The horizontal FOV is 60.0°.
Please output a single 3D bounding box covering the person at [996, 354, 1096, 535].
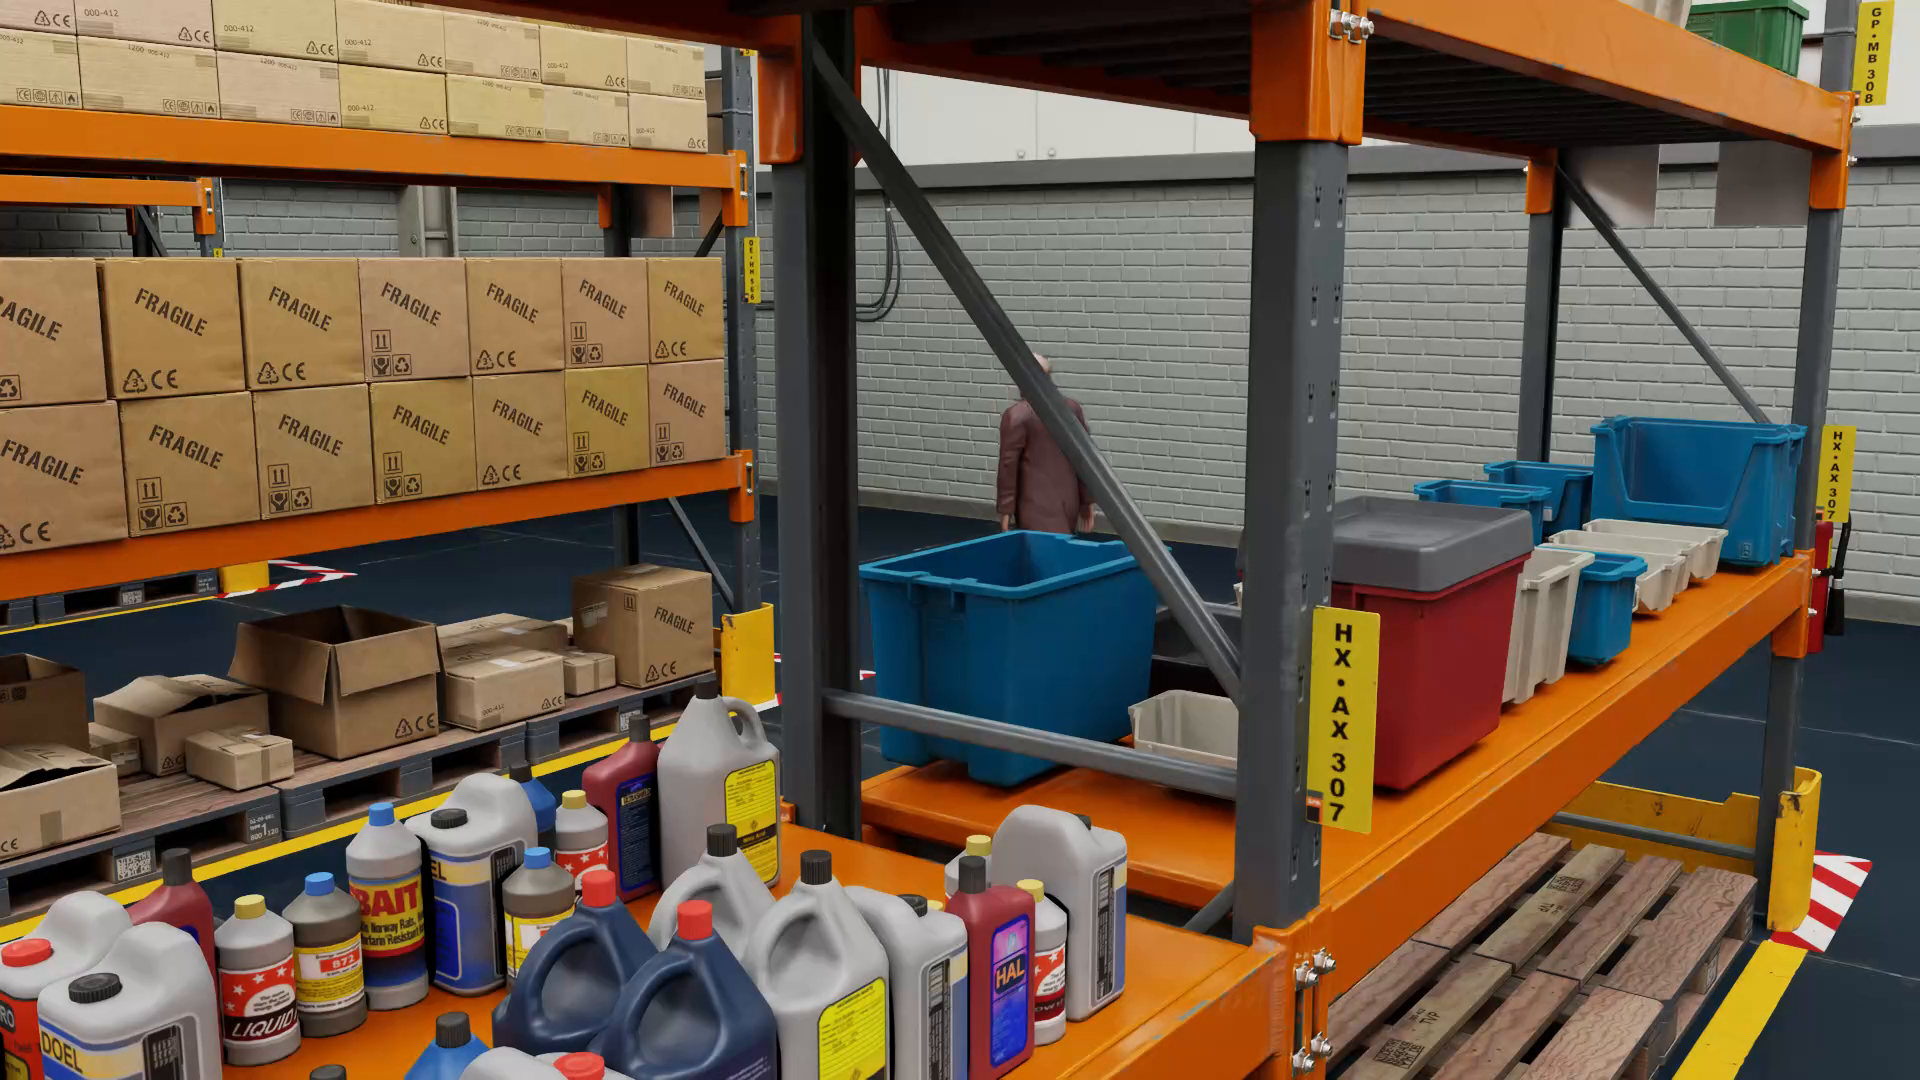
[{"bbox_3d":[0.473,-0.185,9.567,0.639,1.758,0.904,-7,12,-35],"label":"person"}]
